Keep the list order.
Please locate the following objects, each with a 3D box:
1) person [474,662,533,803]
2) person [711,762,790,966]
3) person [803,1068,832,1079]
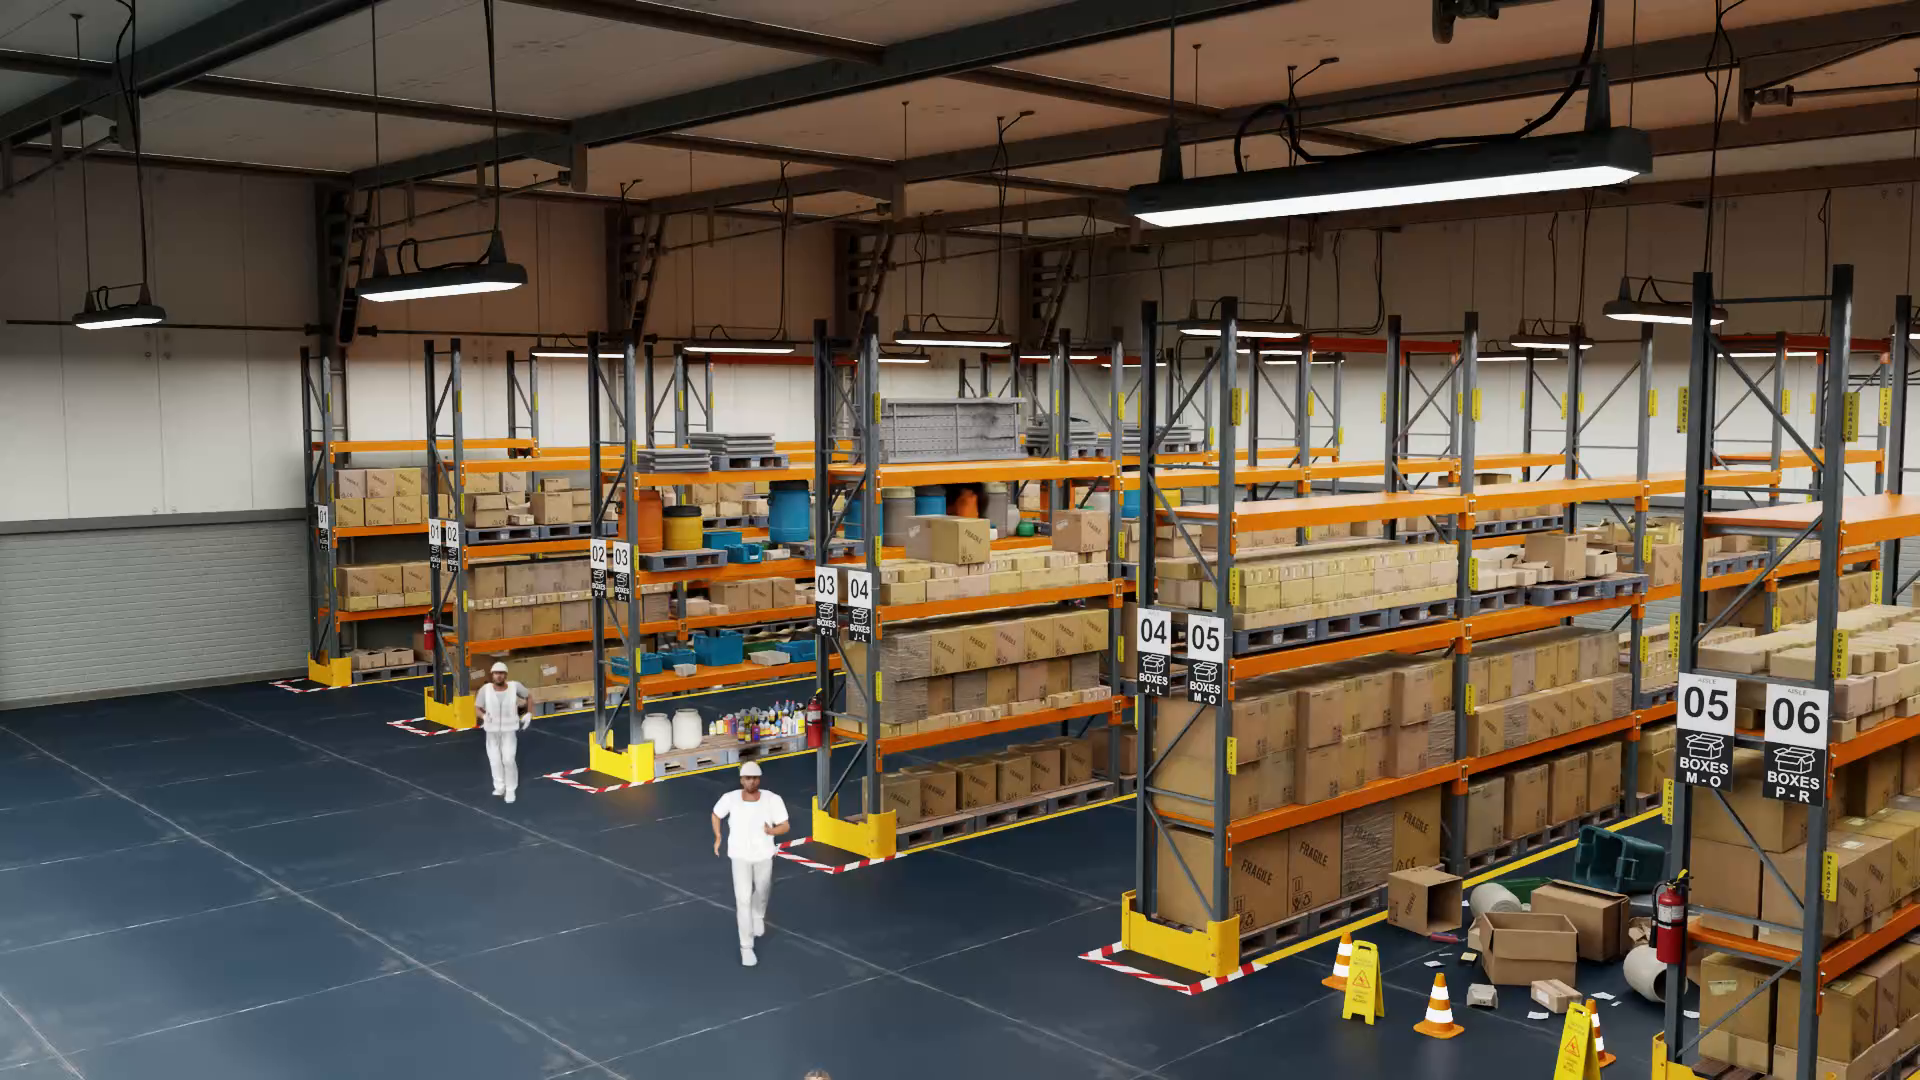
[{"bbox_3d":[-5.780,2.450,21.032,0.704,1.831,0.728,-1,5,-9],"label":"person"},{"bbox_3d":[-1.917,2.910,15.307,0.699,1.755,0.987,-1,5,-13],"label":"person"},{"bbox_3d":[-0.727,3.582,8.681,0.637,1.648,0.610,0,5,-1],"label":"person"}]
